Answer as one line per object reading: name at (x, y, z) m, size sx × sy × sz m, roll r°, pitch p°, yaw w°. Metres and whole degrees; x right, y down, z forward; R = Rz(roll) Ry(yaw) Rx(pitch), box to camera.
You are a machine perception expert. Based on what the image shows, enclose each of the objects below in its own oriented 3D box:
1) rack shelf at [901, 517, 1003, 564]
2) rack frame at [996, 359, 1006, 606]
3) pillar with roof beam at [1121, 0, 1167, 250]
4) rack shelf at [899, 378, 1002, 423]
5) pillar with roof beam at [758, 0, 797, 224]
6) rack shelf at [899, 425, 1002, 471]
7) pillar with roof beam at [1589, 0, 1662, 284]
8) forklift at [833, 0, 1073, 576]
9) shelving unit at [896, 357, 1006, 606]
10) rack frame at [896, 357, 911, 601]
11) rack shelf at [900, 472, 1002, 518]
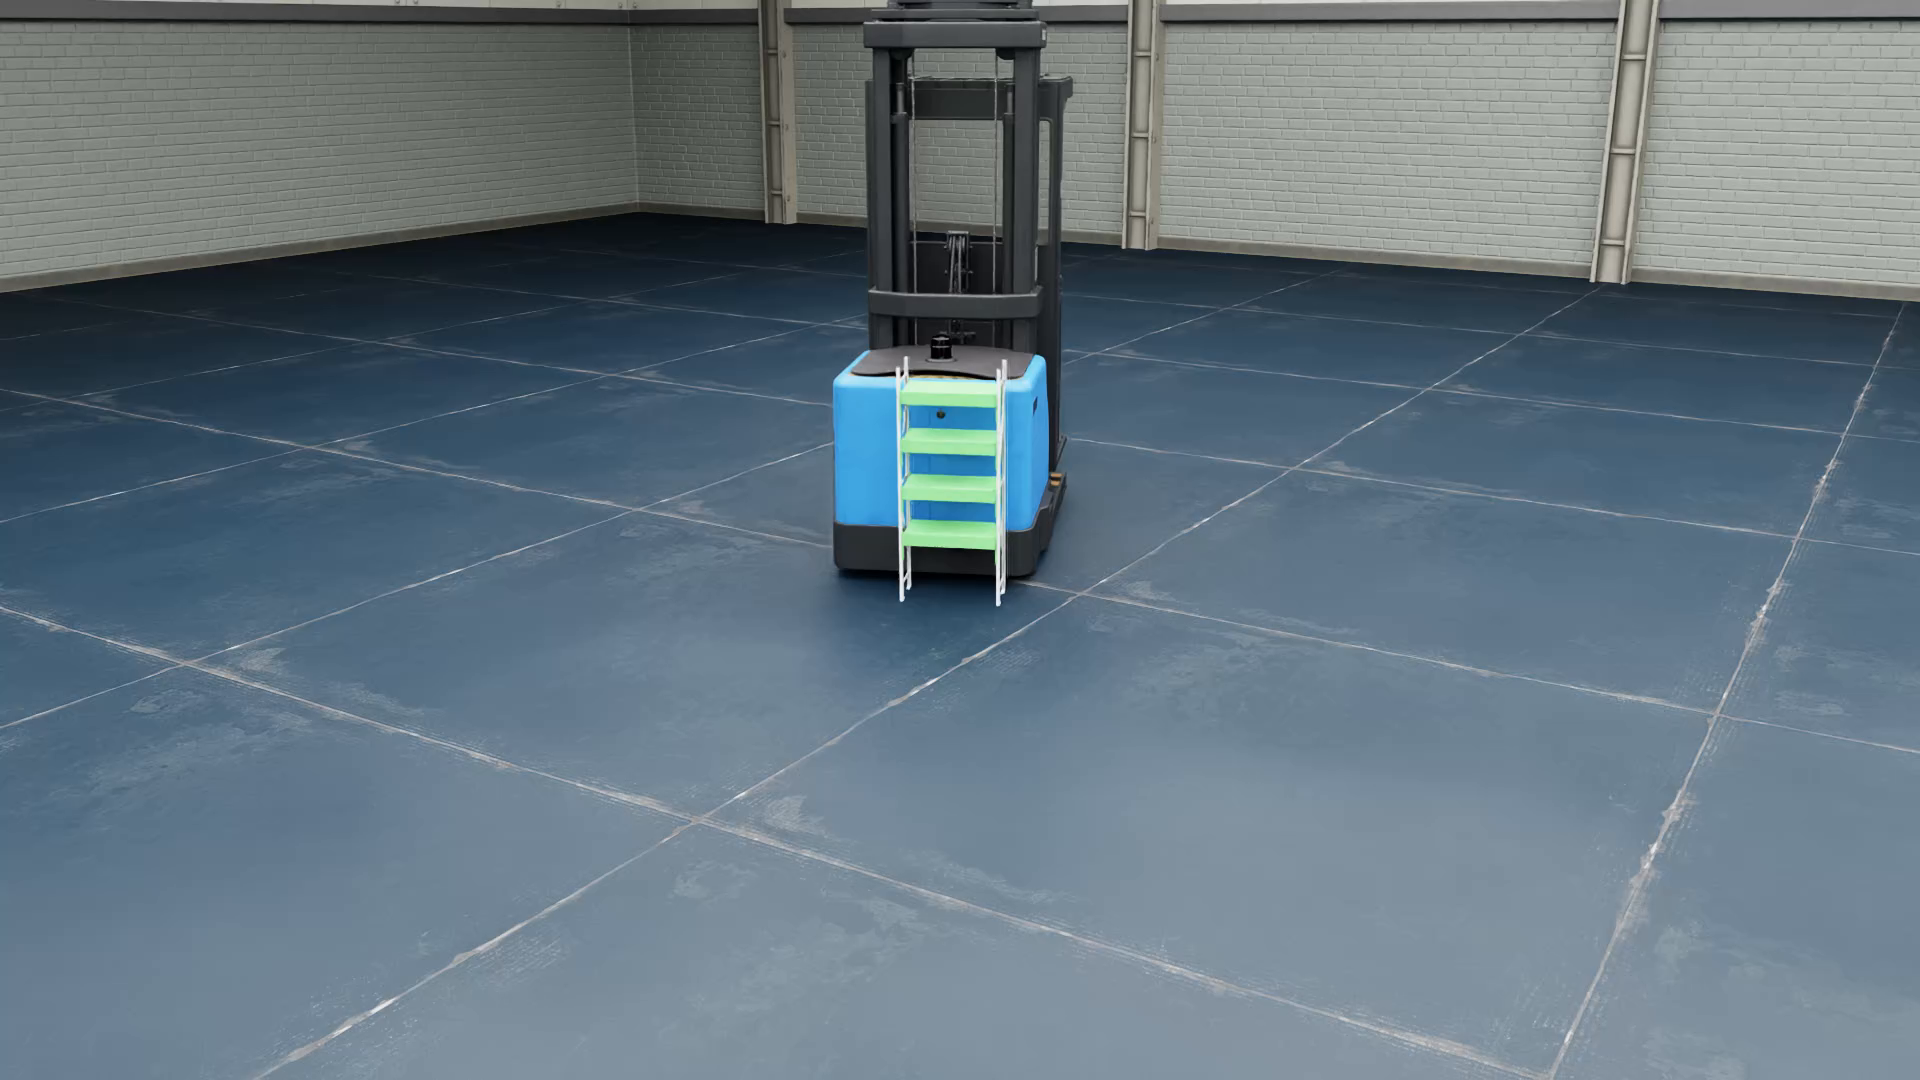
rack shelf at (-0.037, 0.001, 8.347) m, size 0.480 × 0.148 × 0.258 m, roll 2°, pitch 19°, yaw 8°
rack frame at (0.203, -0.277, 8.217) m, size 0.015 × 1.200 × 0.240 m, roll 2°, pitch 19°, yaw 8°
pillar with roof beam at (0.150, -7.142, 17.410) m, size 0.400 × 9.000 × 9.100 m, roll 10°, pitch 20°, yaw 30°
rack shelf at (-0.040, -0.682, 8.119) m, size 0.480 × 0.148 × 0.258 m, roll 2°, pitch 19°, yaw 8°
pillar with roof beam at (-4.963, -8.055, 20.415) m, size 0.400 × 9.000 × 9.100 m, roll 10°, pitch 20°, yaw 30°
rack shelf at (-0.039, -0.455, 8.195) m, size 0.480 × 0.148 × 0.258 m, roll 2°, pitch 19°, yaw 8°
pillar with roof beam at (5.263, -6.229, 14.406) m, size 0.400 × 9.000 × 9.100 m, roll 10°, pitch 20°, yaw 30°
forklift at (0.057, -1.601, 9.609) m, size 1.130 × 2.935 × 3.031 m, roll 2°, pitch 17°, yaw 8°
shelving unit at (-0.038, -0.288, 8.251) m, size 0.503 × 1.200 × 0.258 m, roll 2°, pitch 19°, yaw 8°
rack frame at (-0.280, -0.298, 8.285) m, size 0.015 × 1.200 × 0.240 m, roll 2°, pitch 19°, yaw 8°
rack shelf at (-0.038, -0.227, 8.271) m, size 0.480 × 0.148 × 0.258 m, roll 2°, pitch 19°, yaw 8°
